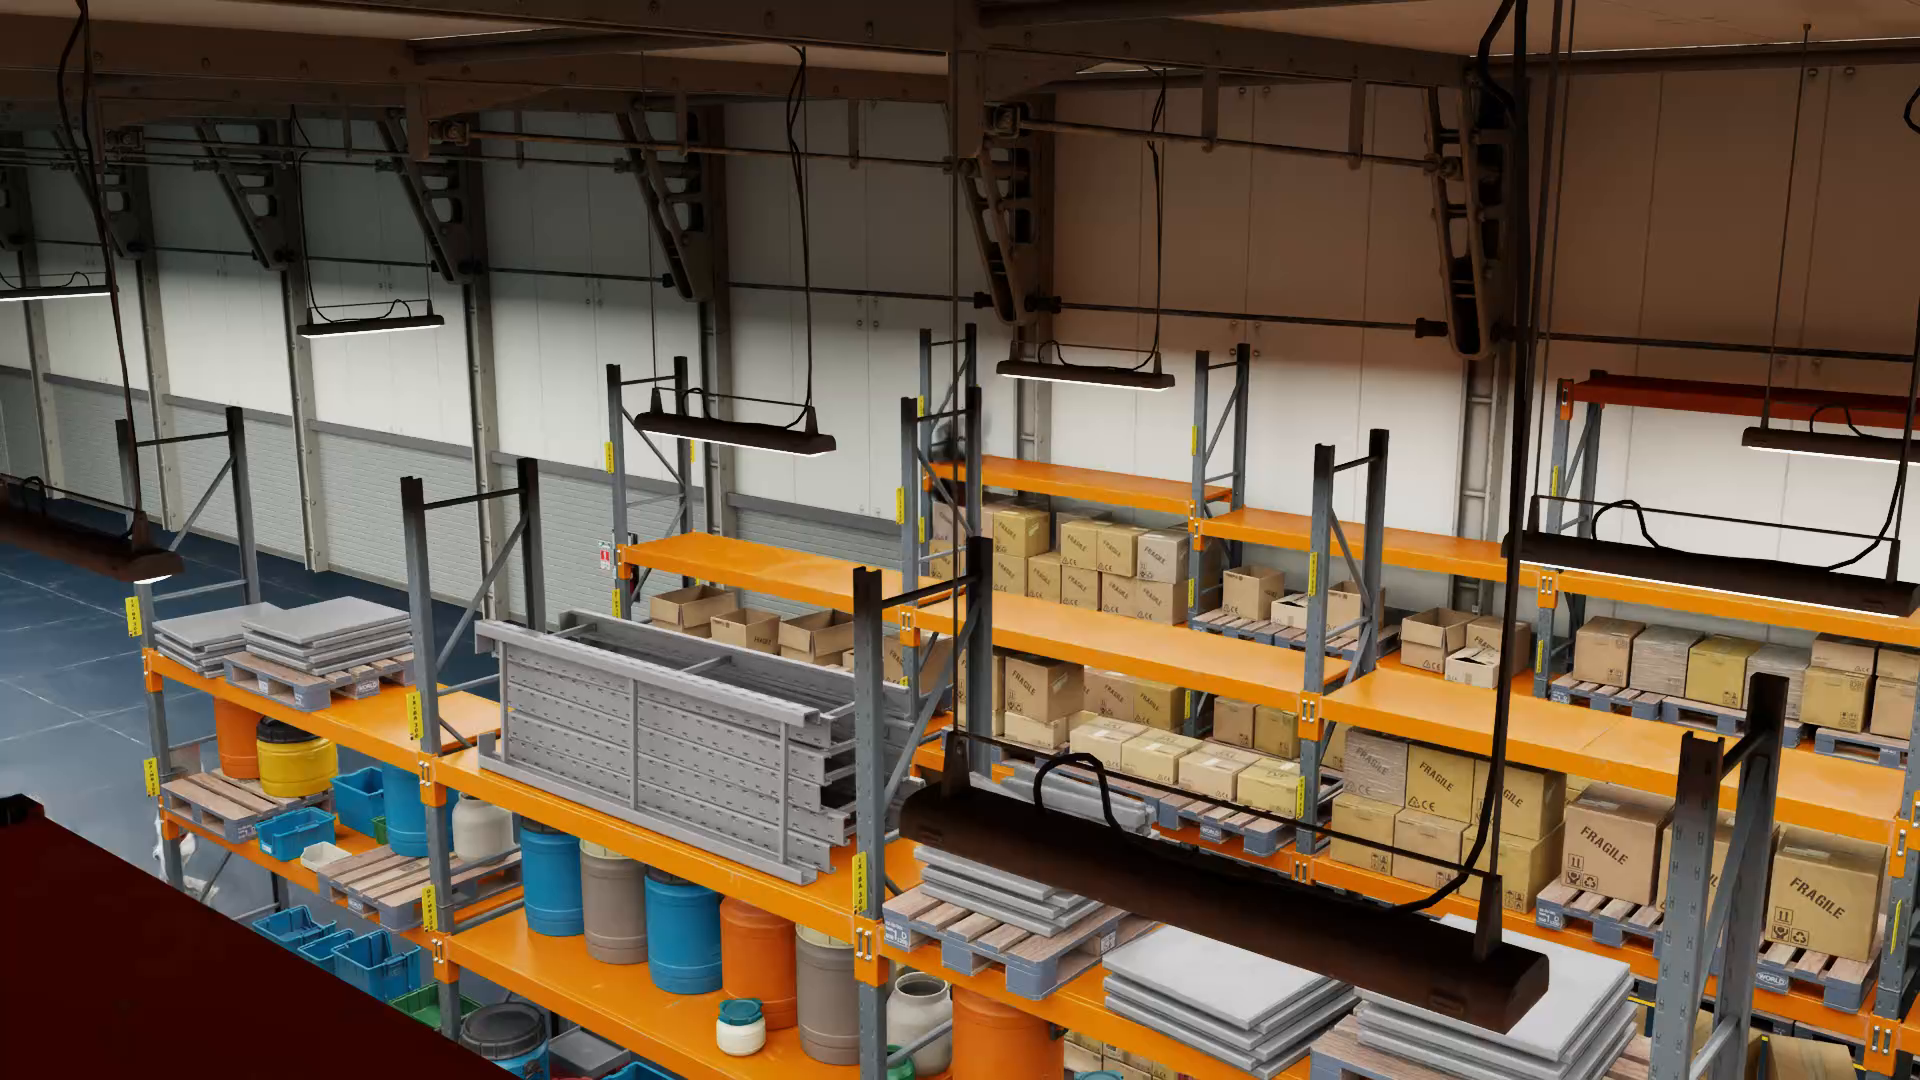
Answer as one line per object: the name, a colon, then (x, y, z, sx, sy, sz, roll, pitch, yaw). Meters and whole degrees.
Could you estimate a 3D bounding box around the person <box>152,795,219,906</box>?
person: (-8.284, 3.295, 17.727, 0.604, 1.754, 0.703, -6, 14, -23)
